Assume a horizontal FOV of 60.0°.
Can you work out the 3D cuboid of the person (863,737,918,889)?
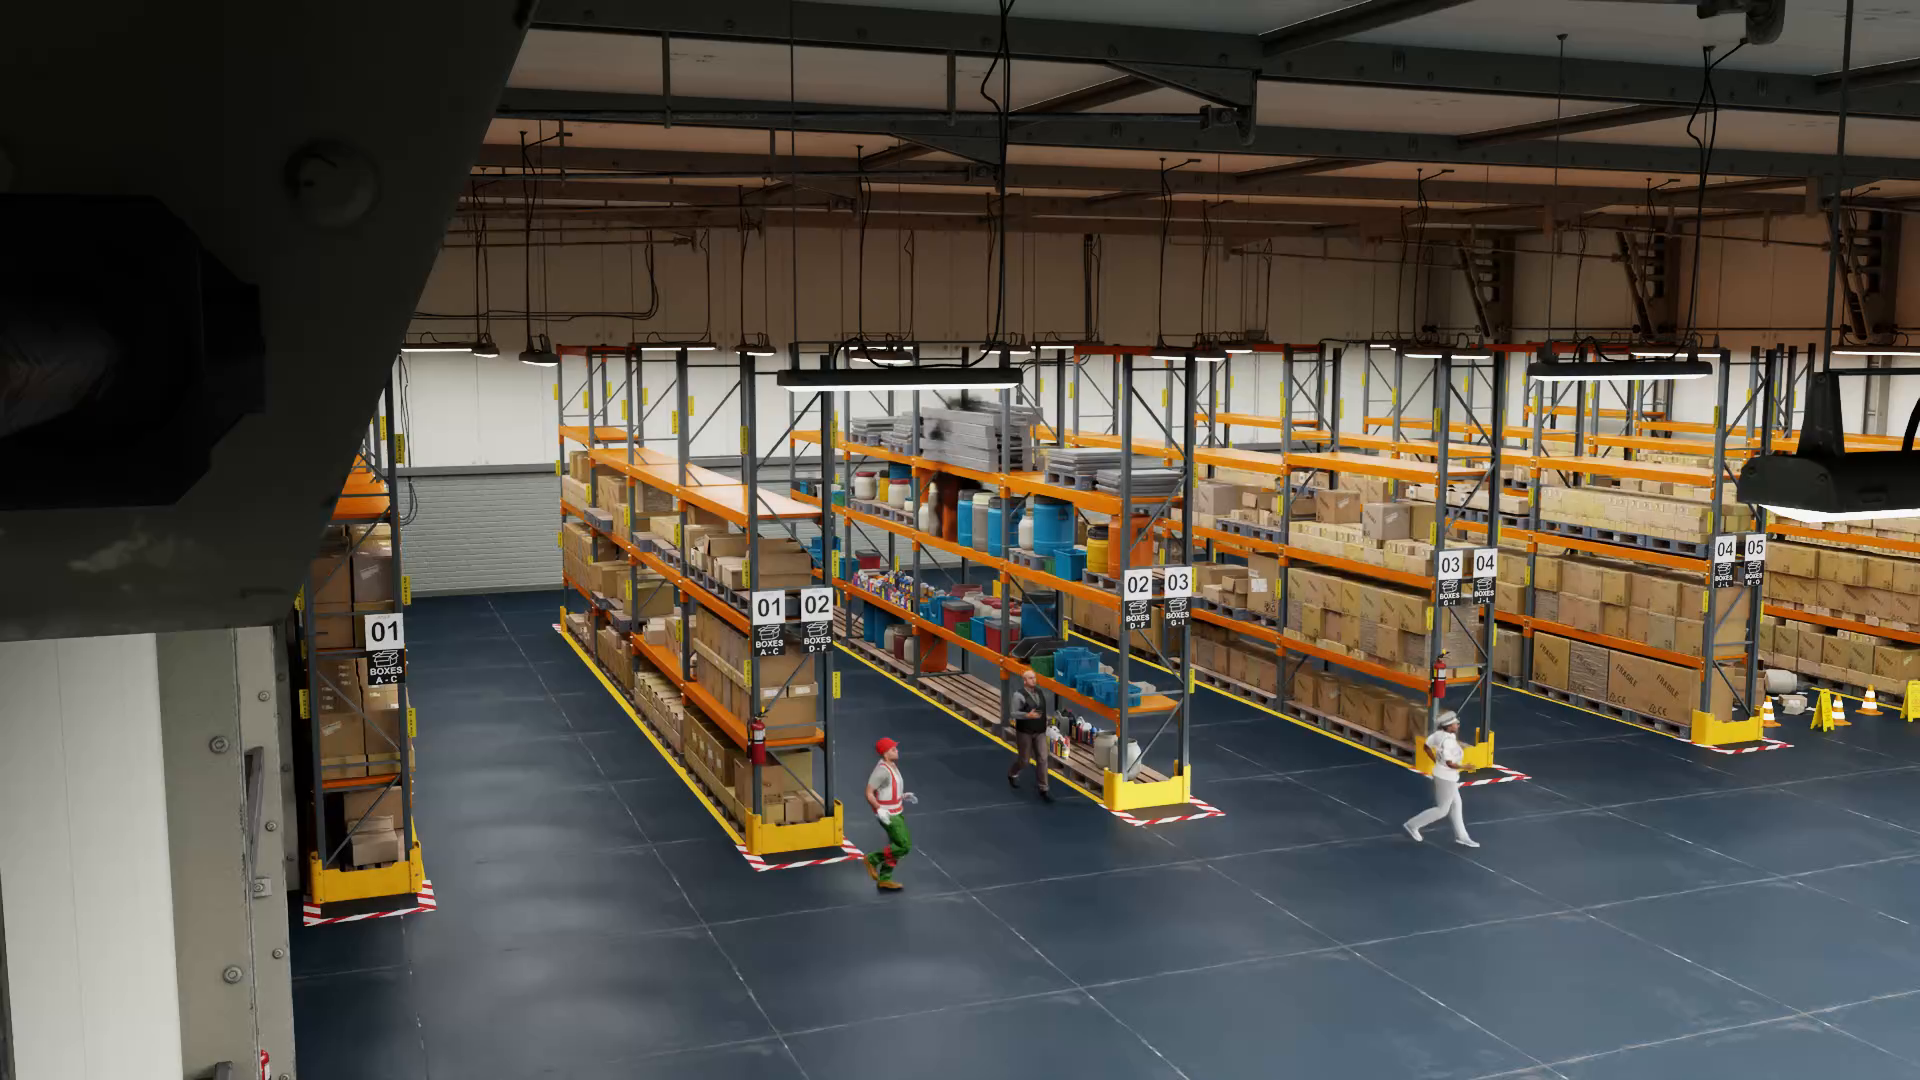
[{"bbox_3d":[-0.788,3.093,18.817,0.596,1.740,0.672,1,7,10],"label":"person"}]

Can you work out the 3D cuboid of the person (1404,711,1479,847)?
[{"bbox_3d":[5.888,2.919,20.248,0.931,1.704,0.597,1,7,5],"label":"person"}]

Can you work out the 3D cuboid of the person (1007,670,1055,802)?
[{"bbox_3d":[0.961,2.608,22.422,0.660,1.711,0.934,-4,8,-30],"label":"person"}]
